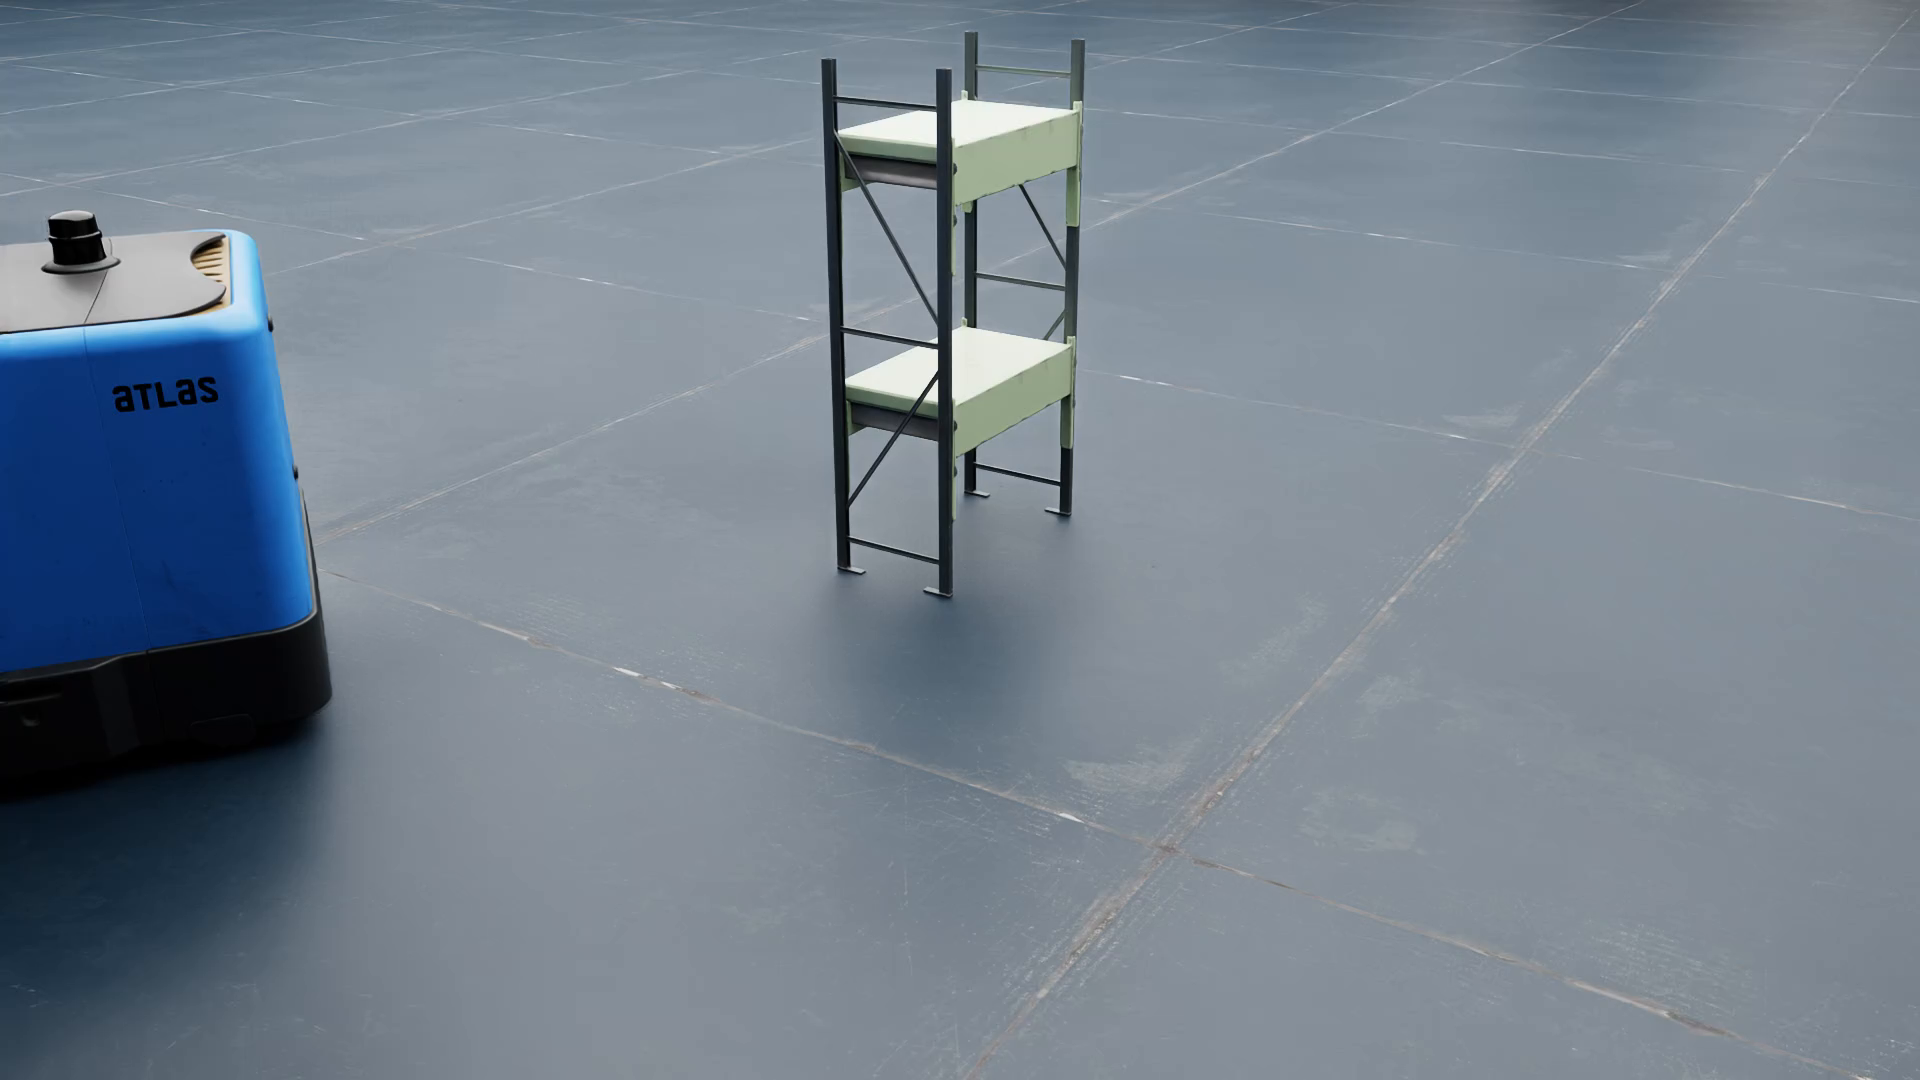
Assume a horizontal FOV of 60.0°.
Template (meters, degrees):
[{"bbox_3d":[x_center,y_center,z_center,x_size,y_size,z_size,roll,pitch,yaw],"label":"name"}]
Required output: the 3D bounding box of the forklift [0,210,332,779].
[{"bbox_3d":[-3.138,-0.820,3.455,3.031,2.935,1.130,-9,25,-20],"label":"forklift"}]

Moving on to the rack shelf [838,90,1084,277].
[{"bbox_3d":[-0.003,-1.044,4.792,0.431,0.370,0.720,14,27,29],"label":"rack shelf"}]

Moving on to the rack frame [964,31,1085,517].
[{"bbox_3d":[0.190,-0.810,5.232,0.400,1.500,0.023,14,27,29],"label":"rack frame"}]

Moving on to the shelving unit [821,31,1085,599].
[{"bbox_3d":[-0.004,-0.686,4.947,0.431,1.500,0.755,14,27,29],"label":"shelving unit"}]

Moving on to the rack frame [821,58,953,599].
[{"bbox_3d":[-0.197,-0.562,4.661,0.400,1.500,0.023,14,27,29],"label":"rack frame"}]

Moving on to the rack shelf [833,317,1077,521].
[{"bbox_3d":[-0.004,-0.387,5.076,0.431,0.370,0.720,14,27,29],"label":"rack shelf"}]
